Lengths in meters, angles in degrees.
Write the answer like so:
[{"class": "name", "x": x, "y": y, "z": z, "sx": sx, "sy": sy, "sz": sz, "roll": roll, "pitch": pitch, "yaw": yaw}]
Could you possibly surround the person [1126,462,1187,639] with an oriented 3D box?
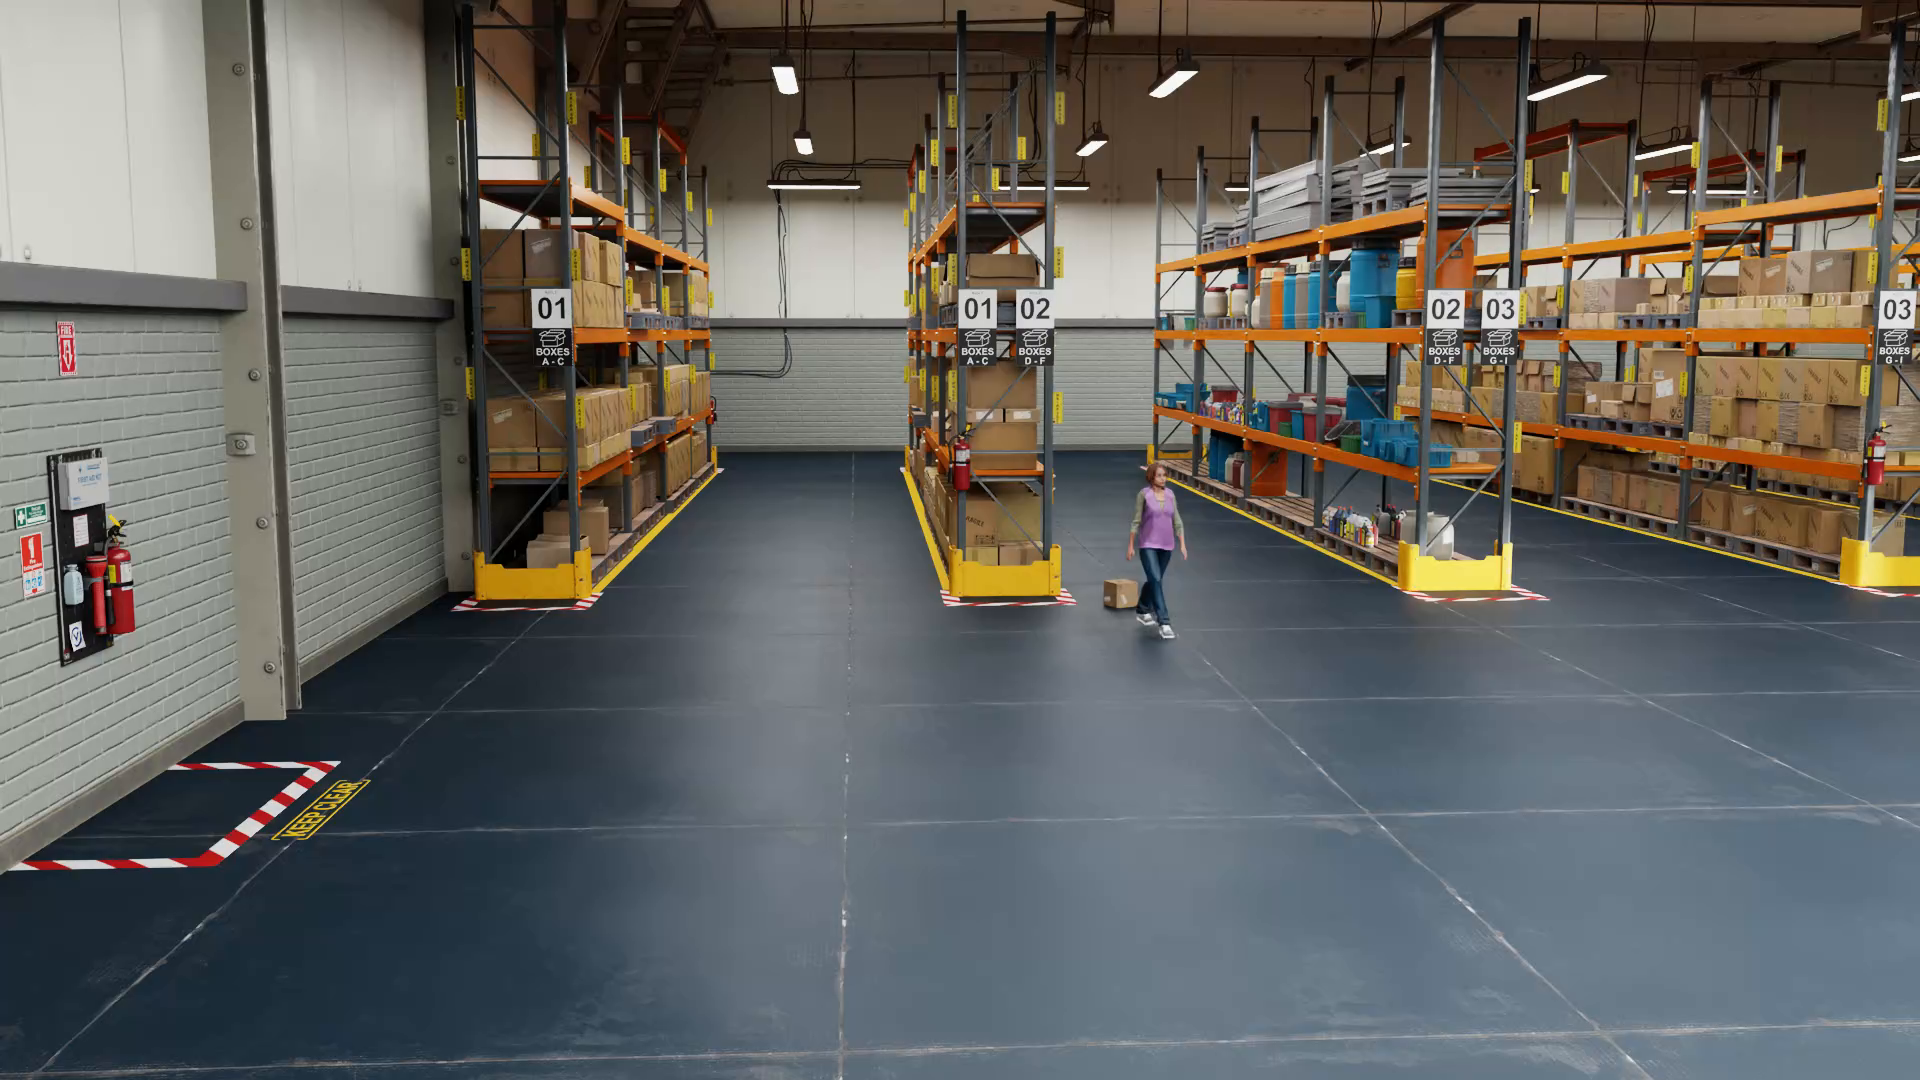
[{"class": "person", "x": 1.810, "y": 0.067, "z": 15.200, "sx": 0.479, "sy": 1.549, "sz": 0.926, "roll": -3, "pitch": 8, "yaw": -21}]
